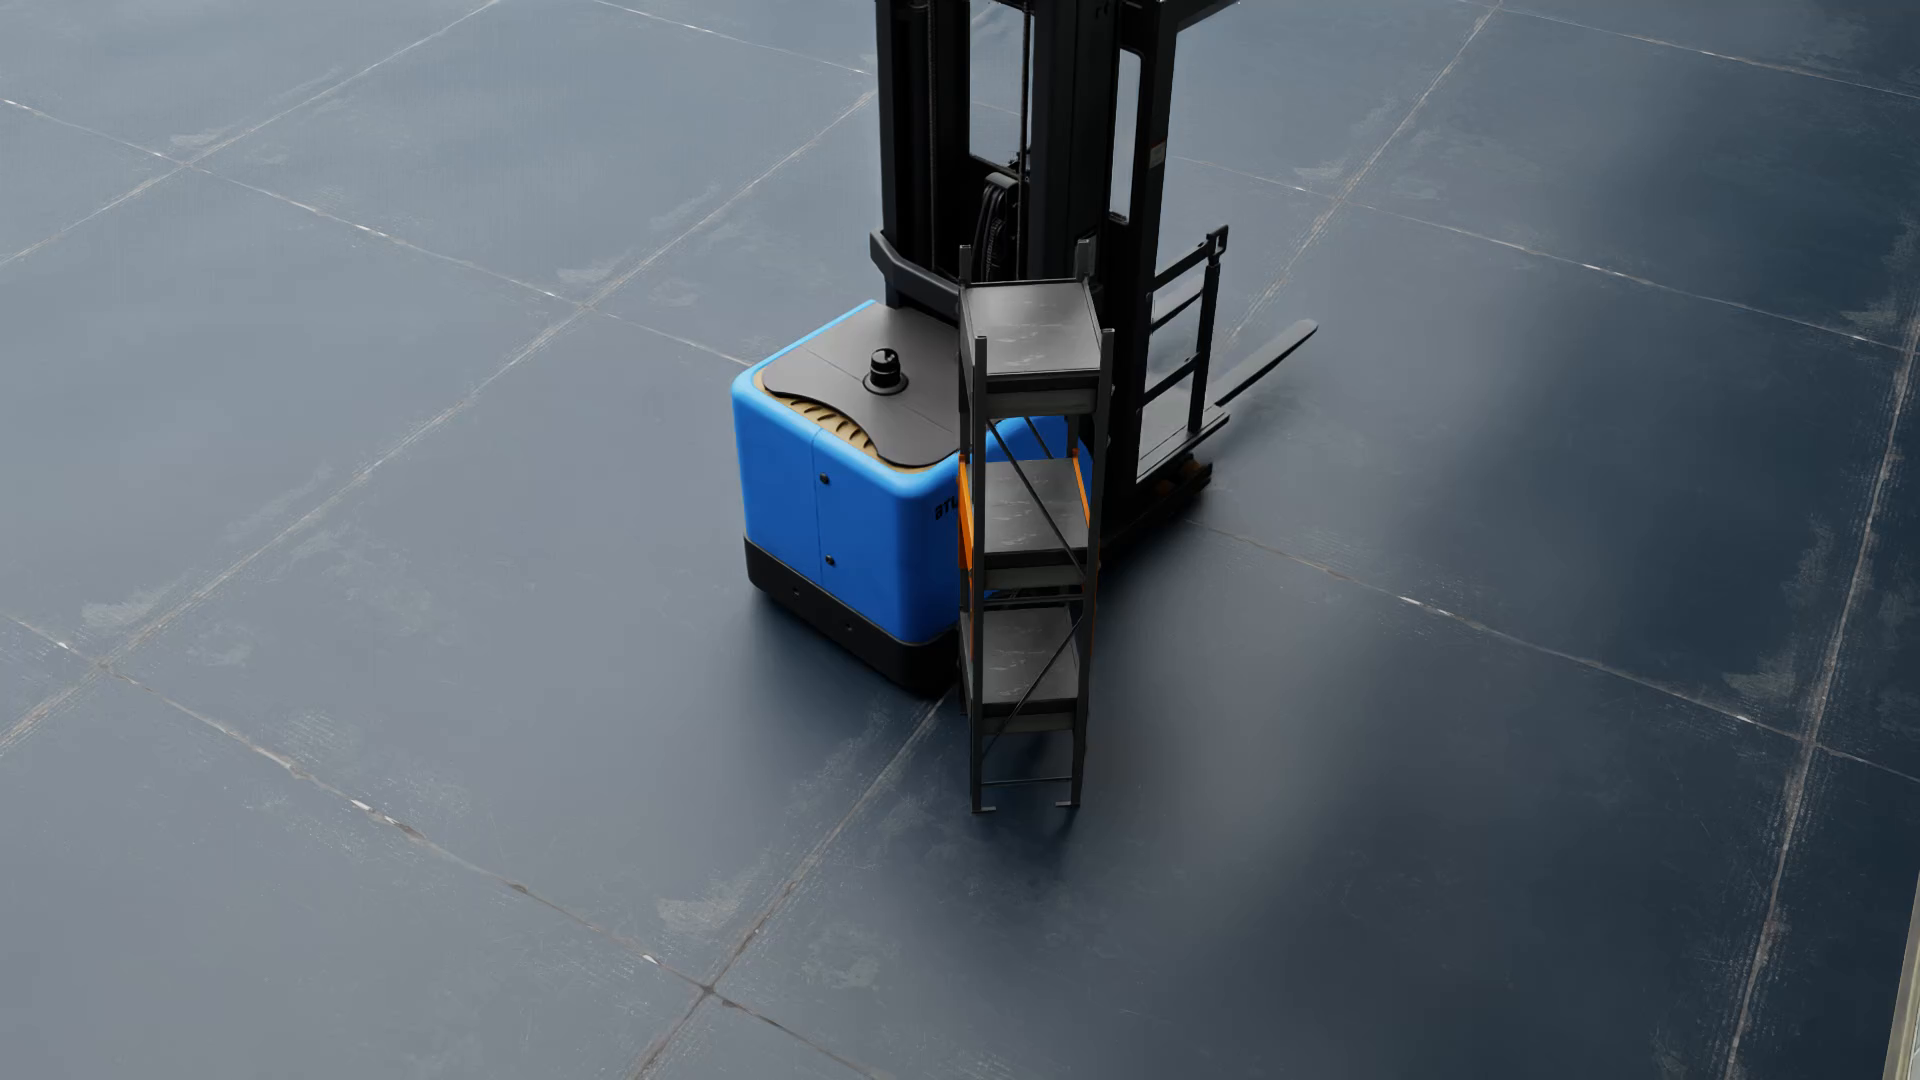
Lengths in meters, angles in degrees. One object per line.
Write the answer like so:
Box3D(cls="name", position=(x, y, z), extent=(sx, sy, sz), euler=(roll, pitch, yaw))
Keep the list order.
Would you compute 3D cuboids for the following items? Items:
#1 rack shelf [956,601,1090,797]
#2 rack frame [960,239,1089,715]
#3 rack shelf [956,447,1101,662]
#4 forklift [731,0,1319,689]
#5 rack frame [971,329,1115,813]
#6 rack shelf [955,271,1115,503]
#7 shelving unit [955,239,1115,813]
Box3D(cls="rack shelf", position=(0.220, 0.574, 6.089), extent=(0.431, 0.518, 0.480), euler=(-3, 41, -4))
Box3D(cls="rack frame", position=(0.199, -0.122, 5.800), extent=(0.400, 2.100, 0.015), euler=(-3, 41, -4))
Box3D(cls="rack shelf", position=(0.220, 0.049, 5.626), extent=(0.431, 0.518, 0.480), euler=(-3, 41, -4))
Box3D(cls="forklift", position=(0.479, -1.405, 6.627), extent=(1.130, 2.935, 3.031), euler=(31, 50, 31))
Box3D(cls="rack frame", position=(0.242, 0.199, 5.435), extent=(0.400, 2.100, 0.015), euler=(-3, 41, -4))
Box3D(cls="rack shelf", position=(0.220, -0.476, 5.164), extent=(0.431, 0.518, 0.480), euler=(-3, 41, -4))
Box3D(cls="shelving unit", position=(0.220, 0.039, 5.617), extent=(0.431, 2.100, 0.503), euler=(-3, 41, -4))
